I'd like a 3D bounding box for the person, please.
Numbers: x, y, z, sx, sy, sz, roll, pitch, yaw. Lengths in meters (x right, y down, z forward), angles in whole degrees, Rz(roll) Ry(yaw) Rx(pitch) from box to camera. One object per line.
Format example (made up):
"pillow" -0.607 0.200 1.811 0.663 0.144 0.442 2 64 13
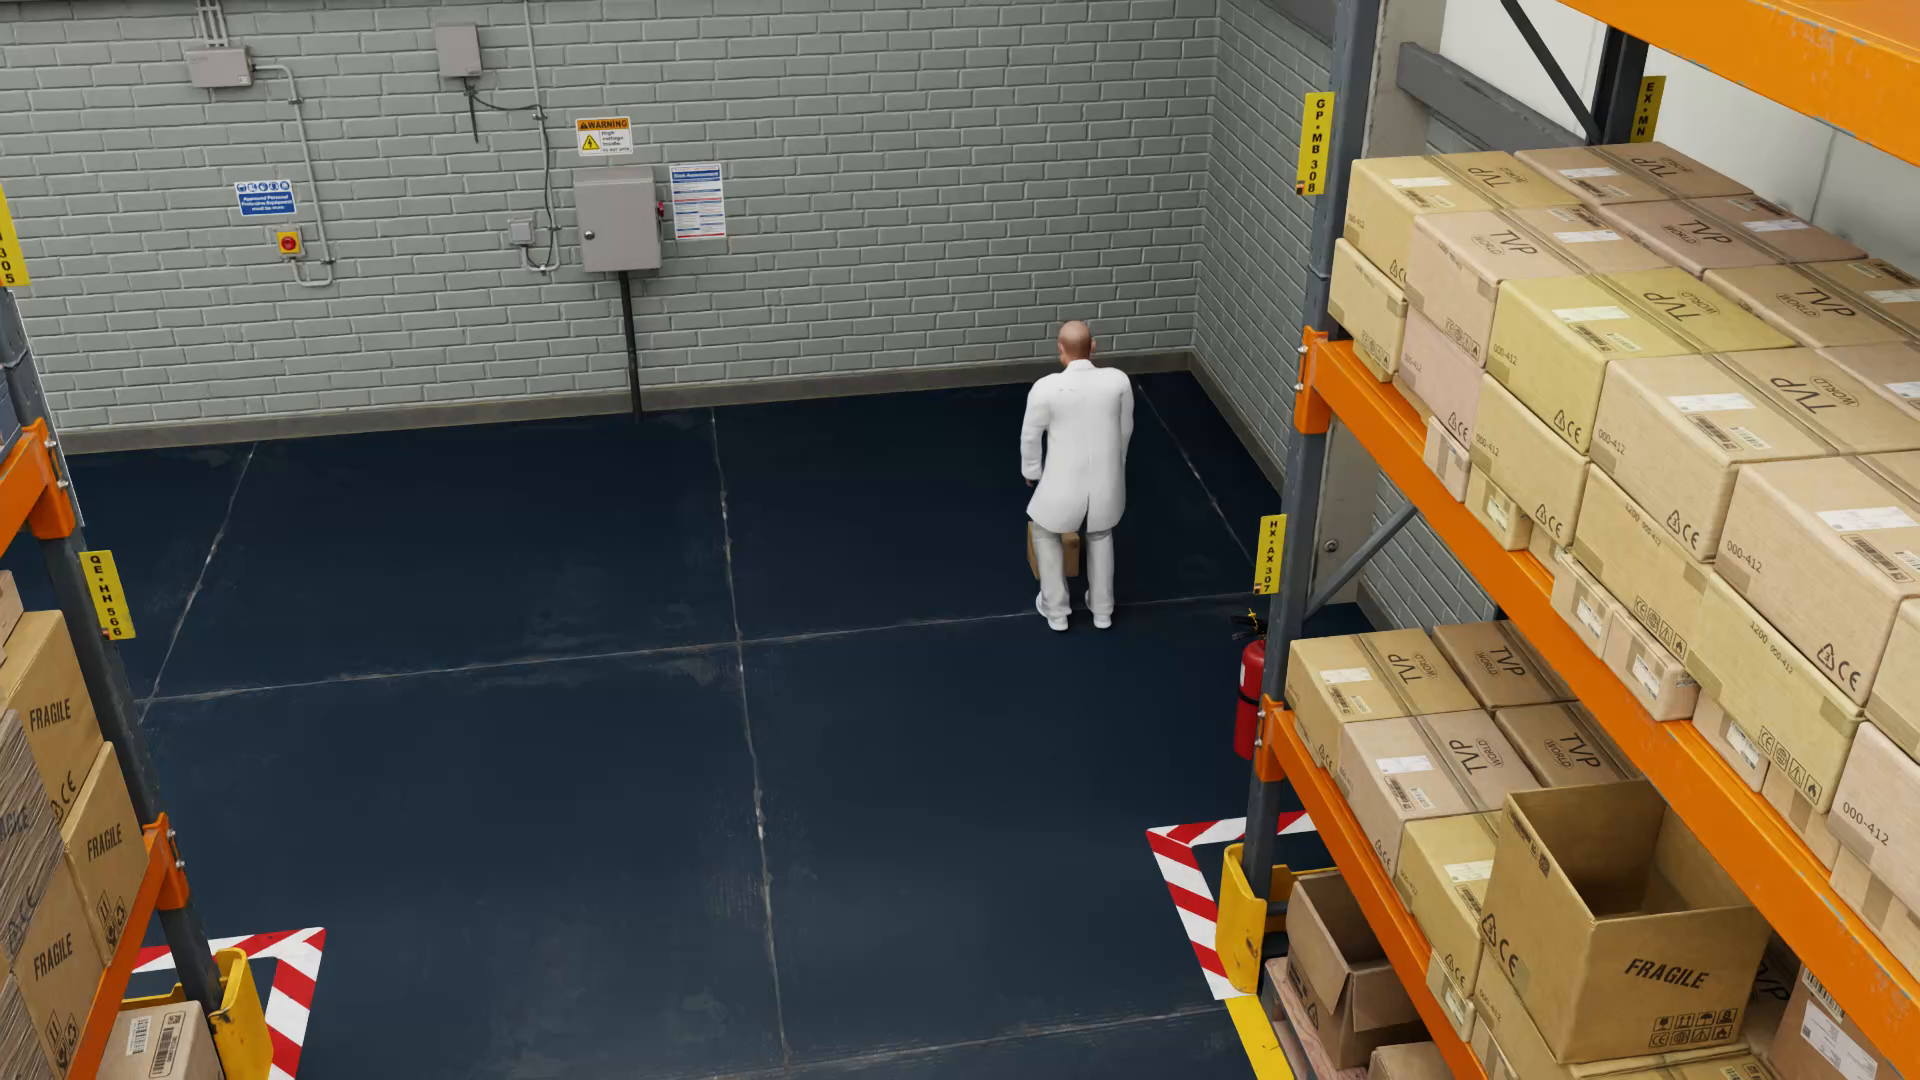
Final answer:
"person" 0.607 -0.319 8.776 0.595 1.715 0.441 -4 31 -8
